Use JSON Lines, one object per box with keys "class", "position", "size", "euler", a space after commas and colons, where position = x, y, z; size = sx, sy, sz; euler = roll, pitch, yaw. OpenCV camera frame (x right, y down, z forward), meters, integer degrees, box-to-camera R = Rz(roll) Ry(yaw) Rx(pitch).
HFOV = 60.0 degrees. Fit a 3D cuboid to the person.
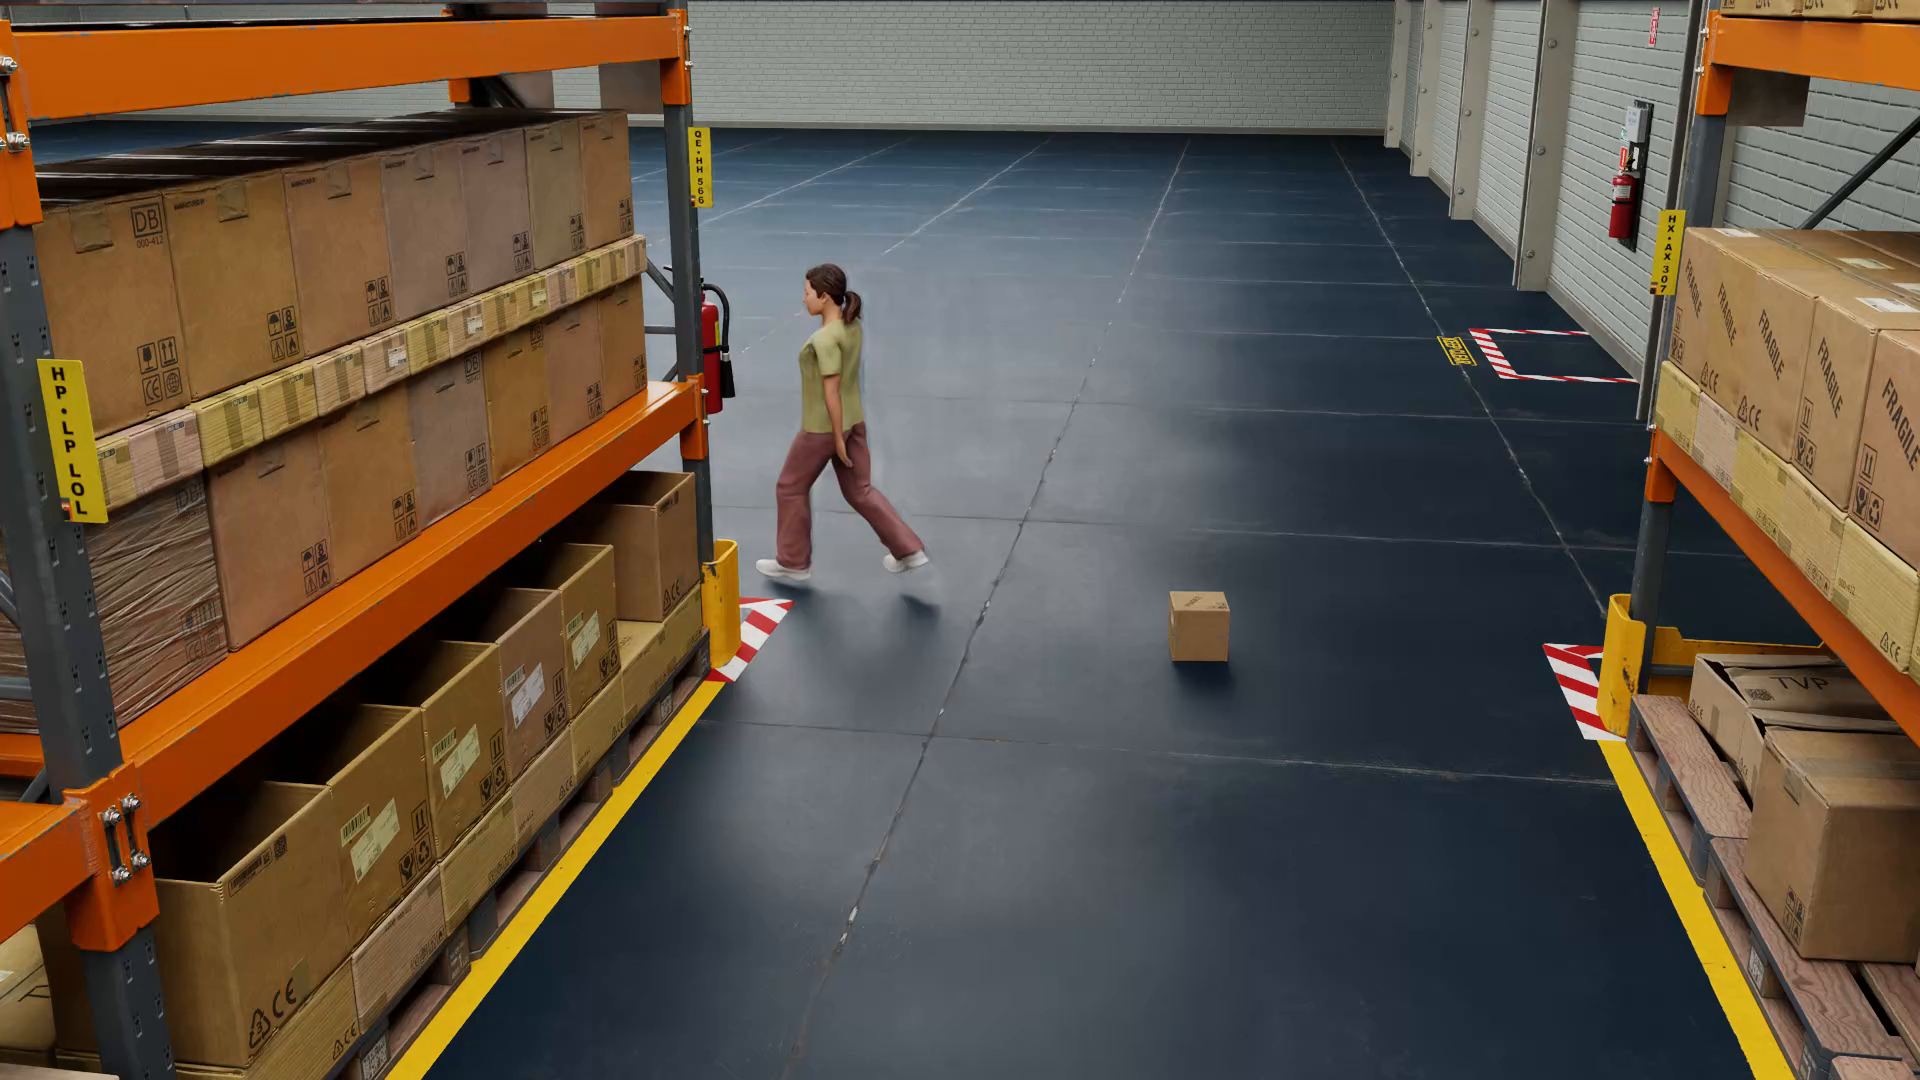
{"class": "person", "position": [-0.615, -0.560, 8.265], "size": [0.945, 1.635, 0.452], "euler": [8, 20, 24]}
